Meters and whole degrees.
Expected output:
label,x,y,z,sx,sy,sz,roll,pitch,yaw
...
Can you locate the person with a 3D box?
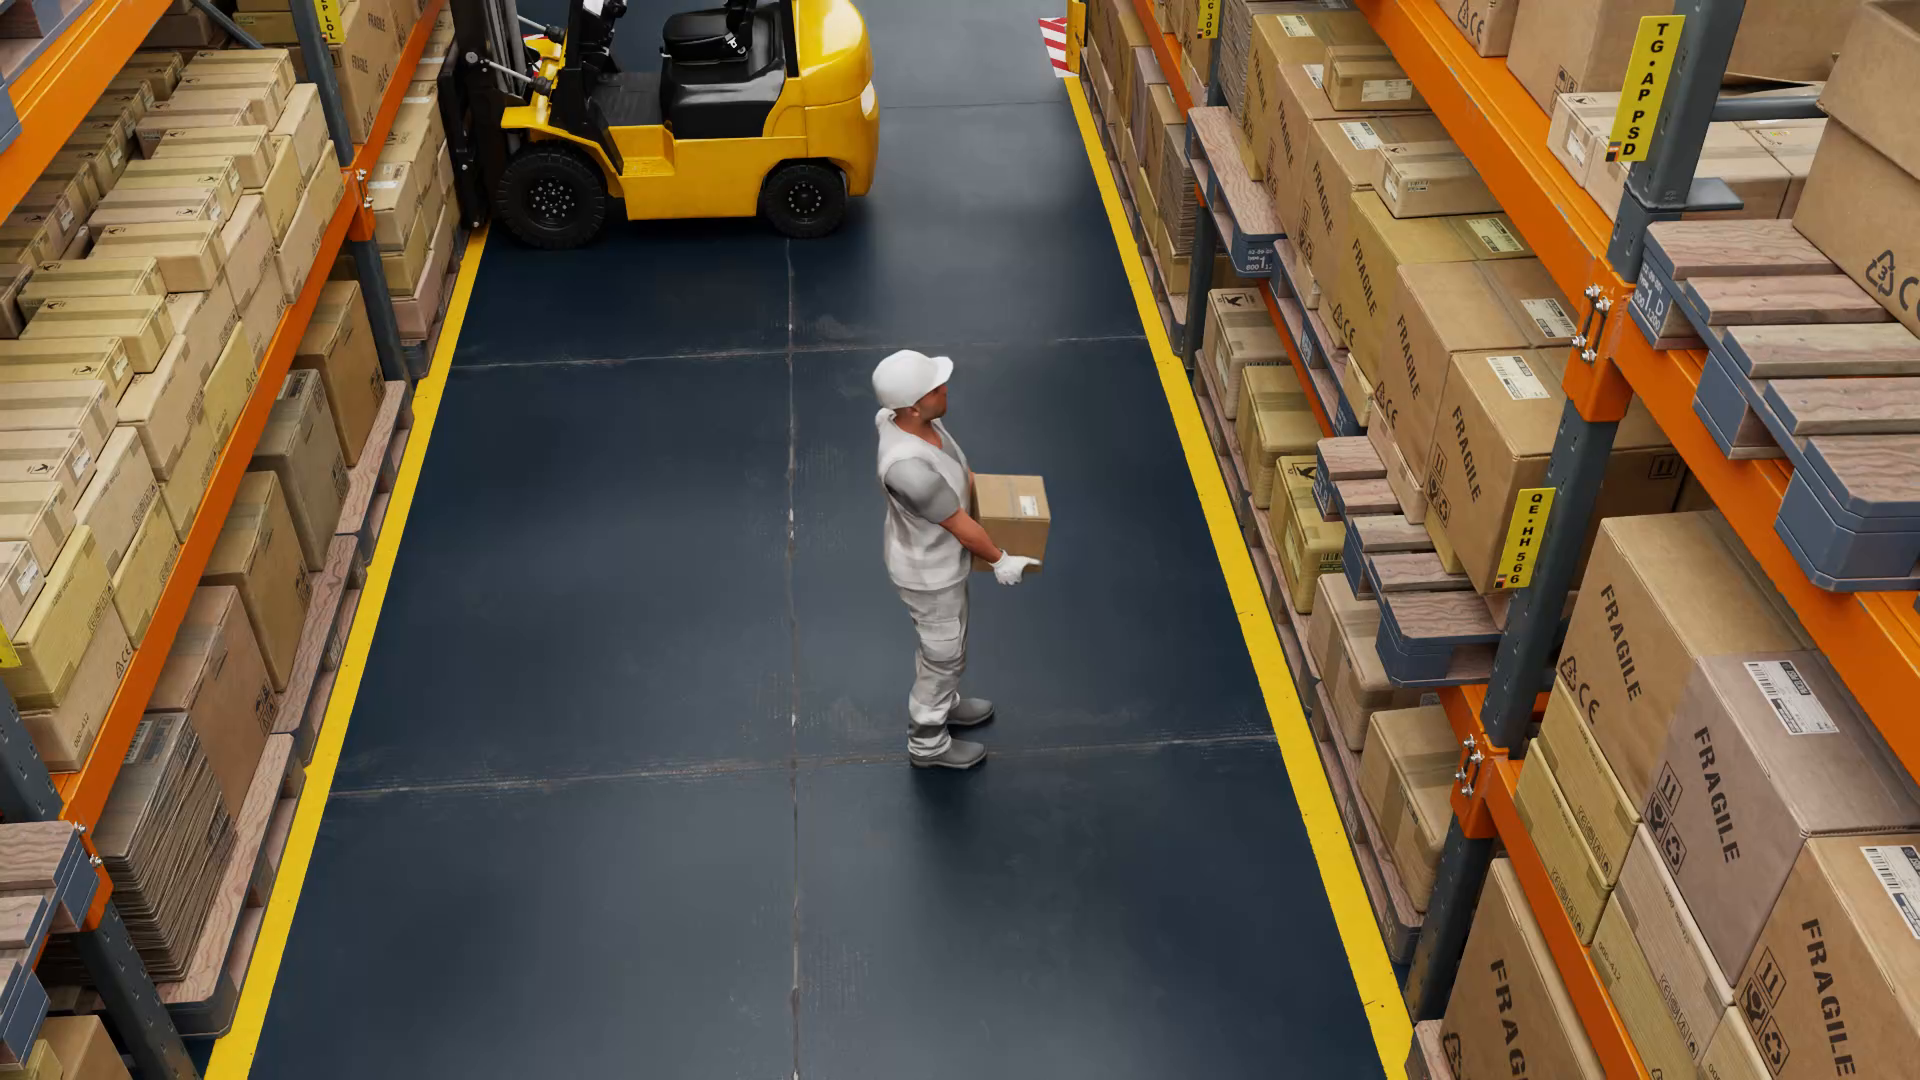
label,x,y,z,sx,sy,sz,roll,pitch,yaw
person,-0.007,0.074,6.048,0.573,1.782,0.494,-3,39,-4
